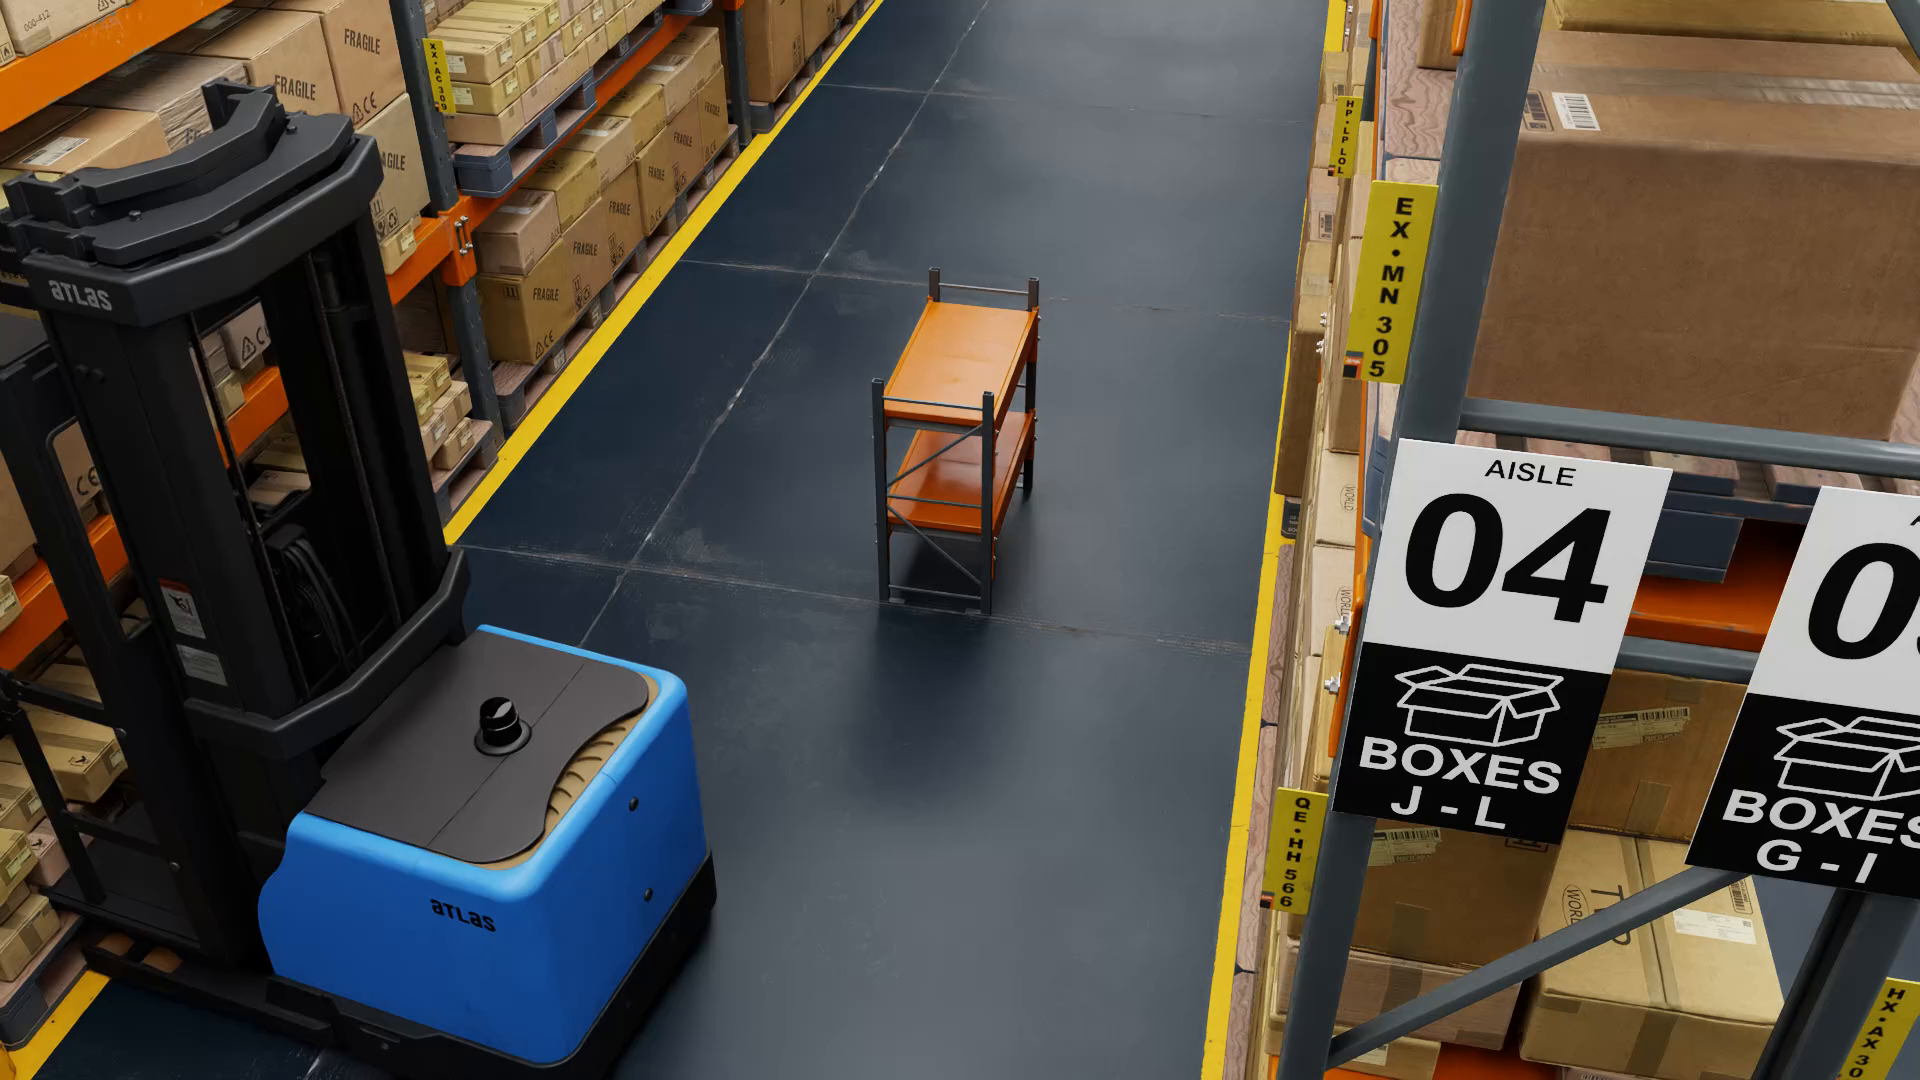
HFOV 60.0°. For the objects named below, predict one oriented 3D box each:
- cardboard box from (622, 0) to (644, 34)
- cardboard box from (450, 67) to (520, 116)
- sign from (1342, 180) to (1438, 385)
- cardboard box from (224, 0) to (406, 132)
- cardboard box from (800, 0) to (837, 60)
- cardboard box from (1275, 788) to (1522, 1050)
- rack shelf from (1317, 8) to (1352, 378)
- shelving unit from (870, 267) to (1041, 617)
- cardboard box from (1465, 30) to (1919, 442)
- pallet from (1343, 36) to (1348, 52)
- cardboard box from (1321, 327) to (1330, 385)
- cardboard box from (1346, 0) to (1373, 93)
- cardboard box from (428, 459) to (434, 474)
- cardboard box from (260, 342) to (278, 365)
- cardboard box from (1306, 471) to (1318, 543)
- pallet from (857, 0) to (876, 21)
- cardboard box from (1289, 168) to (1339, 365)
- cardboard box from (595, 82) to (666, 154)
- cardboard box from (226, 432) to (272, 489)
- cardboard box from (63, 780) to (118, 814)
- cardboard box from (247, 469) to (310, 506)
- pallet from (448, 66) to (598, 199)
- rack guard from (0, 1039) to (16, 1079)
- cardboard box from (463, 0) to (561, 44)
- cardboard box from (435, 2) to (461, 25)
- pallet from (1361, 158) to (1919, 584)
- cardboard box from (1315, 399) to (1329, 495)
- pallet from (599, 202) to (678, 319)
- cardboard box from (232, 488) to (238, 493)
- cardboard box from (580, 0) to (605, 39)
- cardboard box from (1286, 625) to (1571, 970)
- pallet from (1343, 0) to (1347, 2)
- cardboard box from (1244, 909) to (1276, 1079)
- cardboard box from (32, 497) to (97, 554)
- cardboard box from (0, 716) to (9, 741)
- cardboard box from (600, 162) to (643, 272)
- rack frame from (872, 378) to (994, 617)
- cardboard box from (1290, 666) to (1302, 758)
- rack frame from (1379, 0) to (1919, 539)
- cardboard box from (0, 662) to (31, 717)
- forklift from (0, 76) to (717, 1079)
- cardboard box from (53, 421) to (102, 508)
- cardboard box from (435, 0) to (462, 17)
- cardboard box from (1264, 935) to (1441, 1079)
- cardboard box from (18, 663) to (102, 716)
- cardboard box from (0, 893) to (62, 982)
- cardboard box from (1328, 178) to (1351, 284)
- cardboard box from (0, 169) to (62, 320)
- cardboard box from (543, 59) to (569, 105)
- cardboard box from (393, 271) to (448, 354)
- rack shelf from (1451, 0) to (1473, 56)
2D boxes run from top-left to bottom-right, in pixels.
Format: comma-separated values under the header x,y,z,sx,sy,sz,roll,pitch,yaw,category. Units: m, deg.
x,y,z,sx,sy,sz,roll,pitch,yaw,category
-1.939,-2.863,9.001,0.380,0.149,0.250,6,36,8,cardboard box
-2.269,-2.090,7.681,0.380,0.149,0.250,8,37,11,cardboard box
0.640,-0.378,2.472,0.100,0.325,0.005,7,37,10,sign
-2.639,-1.996,6.757,0.500,0.500,0.500,6,36,8,cardboard box
-1.547,-4.125,12.445,1.050,0.750,0.750,8,37,11,cardboard box
1.011,0.869,3.870,0.500,0.250,0.500,7,36,9,cardboard box
2.448,-1.909,8.441,1.077,0.370,4.000,7,37,10,rack shelf
-0.001,-0.452,7.415,0.538,1.125,1.048,7,37,10,shelving unit
1.226,-0.531,2.842,0.700,0.500,0.500,5,36,7,cardboard box
3.307,-3.363,12.210,1.003,0.211,1.213,7,37,10,pallet
1.577,-0.674,6.337,0.380,0.149,0.250,6,36,8,cardboard box
2.292,-2.553,8.631,0.500,0.500,0.500,7,36,9,cardboard box
-2.691,-0.343,7.739,0.380,0.149,0.250,8,37,11,cardboard box
-2.807,-0.827,6.550,0.380,0.149,0.250,6,36,8,cardboard box
1.357,-0.081,5.520,0.380,0.149,0.250,8,37,11,cardboard box
-1.185,-4.739,14.109,1.003,0.211,1.213,7,37,10,pallet
2.328,-1.245,8.365,1.225,0.875,0.875,6,36,8,cardboard box
-2.059,-2.483,9.753,0.500,0.250,0.500,8,37,11,cardboard box
-3.235,-0.364,7.261,0.380,0.149,0.250,6,36,9,cardboard box
-3.215,0.854,5.833,0.380,0.149,0.250,8,37,11,cardboard box
-2.786,-0.153,6.969,0.380,0.149,0.250,6,36,8,cardboard box
-2.497,-2.076,8.221,1.003,0.211,1.213,7,37,10,pallet
-3.641,1.528,5.215,1.175,0.500,0.348,7,37,10,rack guard
-2.158,-2.518,8.018,0.380,0.149,0.250,8,37,10,cardboard box
-2.746,-2.625,8.419,0.380,0.149,0.250,6,36,8,cardboard box
1.315,-0.366,3.218,1.003,0.211,1.213,7,37,10,pallet
1.449,-0.295,5.475,0.500,0.250,0.500,8,37,11,cardboard box
-2.379,-1.752,9.988,1.003,0.211,1.213,7,37,10,pallet
-3.236,-0.247,7.353,0.380,0.149,0.250,6,36,8,cardboard box
-2.051,-2.691,8.510,0.380,0.149,0.250,9,37,12,cardboard box
1.014,0.564,3.651,0.500,0.500,0.500,8,37,11,cardboard box
3.839,-4.901,14.332,1.003,0.211,1.213,7,37,10,pallet
1.225,1.553,4.504,0.875,0.875,0.875,7,37,10,cardboard box
-3.141,-0.100,5.546,0.380,0.149,0.250,7,37,10,cardboard box
-3.556,0.646,6.121,0.380,0.149,0.250,7,37,9,cardboard box
-2.176,-1.887,9.570,0.500,0.500,0.500,8,37,11,cardboard box
-0.110,-0.160,7.012,0.500,1.125,0.032,7,37,10,rack frame
1.138,0.510,4.704,0.380,0.149,0.250,7,36,9,cardboard box
1.167,-1.190,1.723,1.000,3.000,0.127,7,37,10,rack frame
-3.633,0.526,6.032,0.380,0.149,0.250,6,36,8,cardboard box
-2.431,0.077,5.147,3.031,2.935,1.130,12,38,17,forklift
-3.085,-0.413,5.425,0.500,0.500,0.500,8,37,11,cardboard box
-2.738,-2.750,8.337,0.380,0.149,0.250,7,37,10,cardboard box
0.921,1.096,3.896,0.380,0.149,0.250,8,37,11,cardboard box
-3.121,0.591,5.943,0.380,0.149,0.250,6,36,8,cardboard box
-3.232,1.284,5.494,0.380,0.149,0.250,8,37,11,cardboard box
1.854,-1.397,7.036,0.500,0.500,0.500,7,37,10,cardboard box
-3.067,-0.816,5.129,0.500,0.500,0.500,7,36,9,cardboard box
-2.159,-2.272,8.186,0.380,0.149,0.250,8,37,10,cardboard box
-2.891,-1.347,8.825,0.500,0.500,0.500,7,36,9,cardboard box
1.594,-1.883,3.634,1.077,0.370,4.000,7,37,10,rack shelf
